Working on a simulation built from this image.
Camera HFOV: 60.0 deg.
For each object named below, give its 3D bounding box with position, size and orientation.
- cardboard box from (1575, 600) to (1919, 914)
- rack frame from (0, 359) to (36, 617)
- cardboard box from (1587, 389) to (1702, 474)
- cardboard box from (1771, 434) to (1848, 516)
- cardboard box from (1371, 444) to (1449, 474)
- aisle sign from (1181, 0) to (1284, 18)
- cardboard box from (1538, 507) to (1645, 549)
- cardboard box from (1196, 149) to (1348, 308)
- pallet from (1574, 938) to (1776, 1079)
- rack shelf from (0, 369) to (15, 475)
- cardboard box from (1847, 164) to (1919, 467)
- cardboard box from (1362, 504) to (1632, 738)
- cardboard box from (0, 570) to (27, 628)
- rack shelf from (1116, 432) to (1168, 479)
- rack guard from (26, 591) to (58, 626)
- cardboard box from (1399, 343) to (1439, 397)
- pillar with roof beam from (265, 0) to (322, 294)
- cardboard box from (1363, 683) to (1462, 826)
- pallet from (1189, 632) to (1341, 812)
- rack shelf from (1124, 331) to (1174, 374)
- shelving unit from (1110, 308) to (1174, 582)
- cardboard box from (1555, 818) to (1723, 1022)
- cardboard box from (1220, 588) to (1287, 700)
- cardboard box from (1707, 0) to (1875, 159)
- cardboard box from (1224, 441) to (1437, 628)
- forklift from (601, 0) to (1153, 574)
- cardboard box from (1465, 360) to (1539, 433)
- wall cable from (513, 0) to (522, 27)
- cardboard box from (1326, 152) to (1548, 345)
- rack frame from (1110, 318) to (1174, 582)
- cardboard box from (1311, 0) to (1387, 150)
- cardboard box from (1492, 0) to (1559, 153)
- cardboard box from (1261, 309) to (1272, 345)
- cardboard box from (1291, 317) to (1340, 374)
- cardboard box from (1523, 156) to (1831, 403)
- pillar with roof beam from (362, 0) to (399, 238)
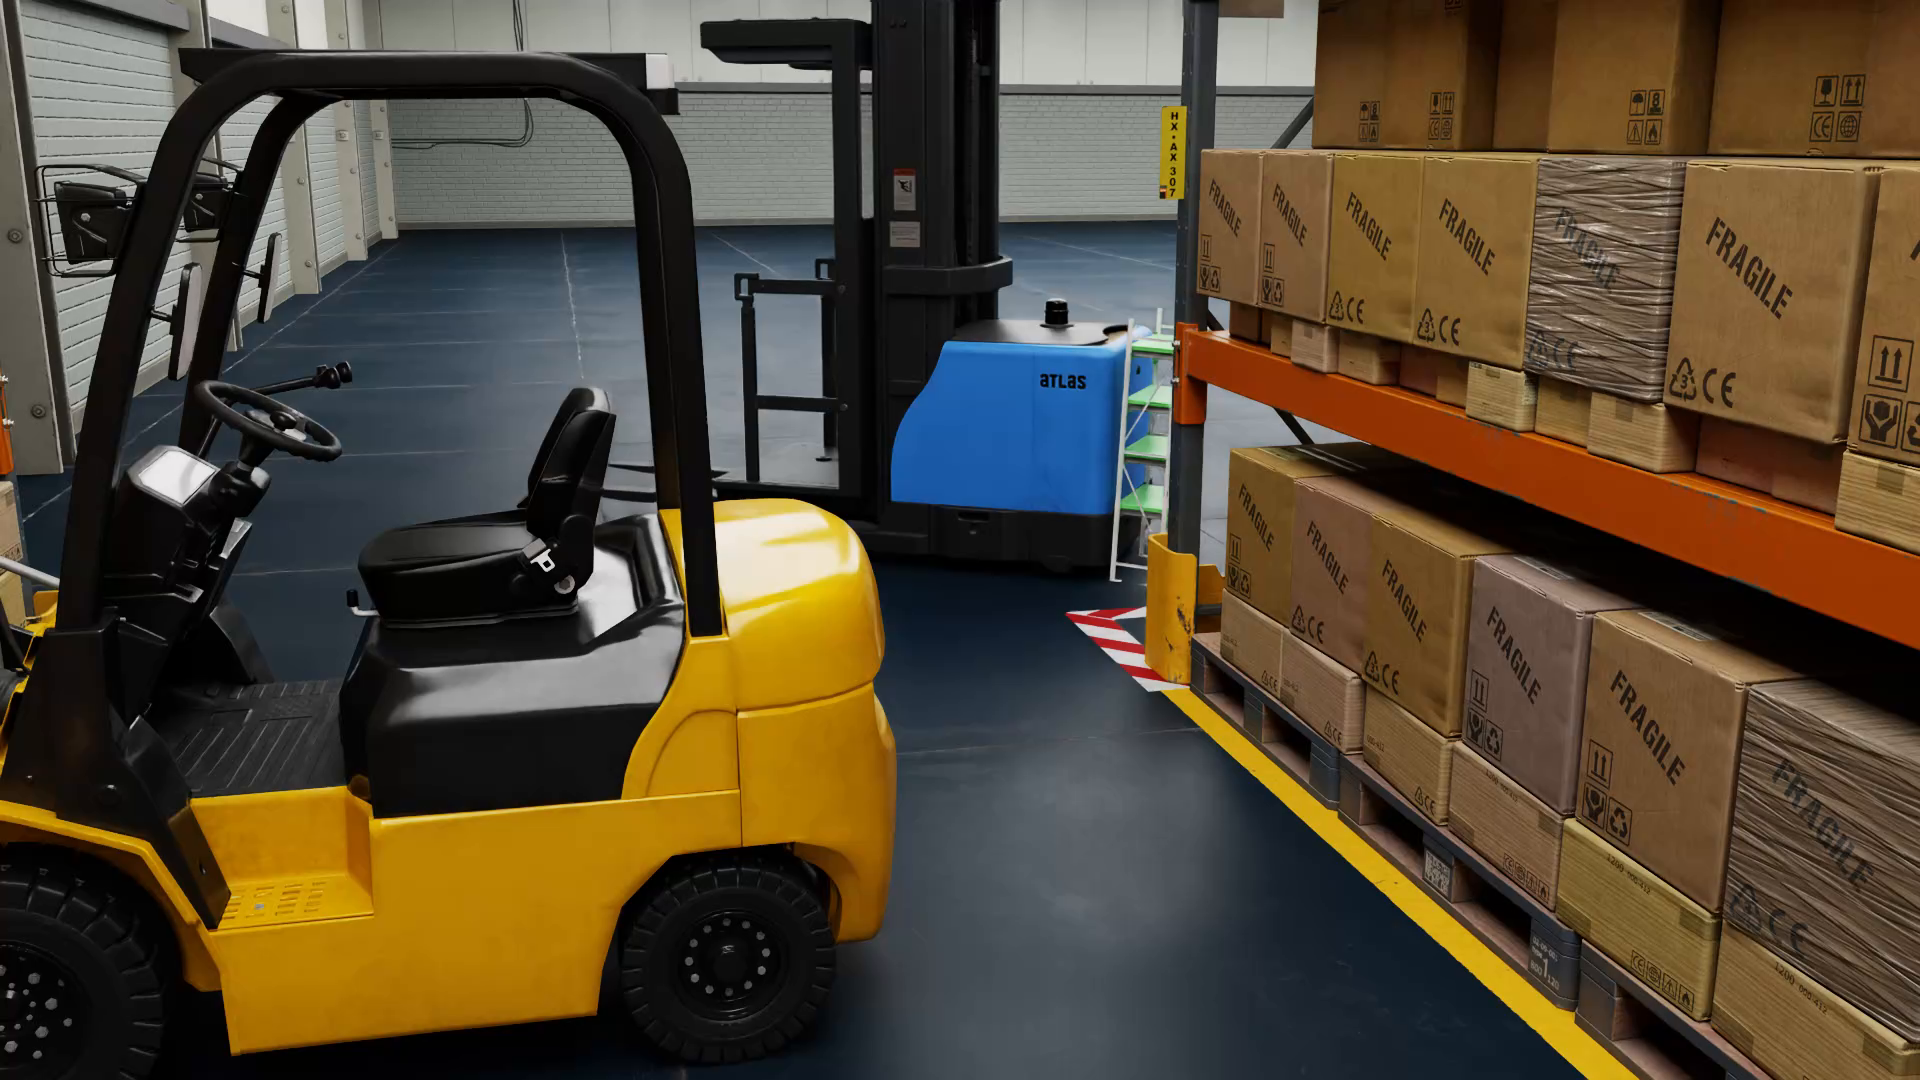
[{"bbox_3d":[1.716,0.448,3.601,0.500,0.500,0.500,-3,14,-12],"label":"cardboard box"},{"bbox_3d":[-3.527,-0.726,5.078,1.000,3.000,0.127,-3,14,-13],"label":"rack frame"},{"bbox_3d":[1.623,-0.250,3.659,0.380,0.149,0.250,-3,14,-14],"label":"cardboard box"},{"bbox_3d":[1.814,-0.137,3.199,0.380,0.149,0.250,-3,14,-13],"label":"cardboard box"},{"bbox_3d":[1.739,-0.066,5.704,0.500,0.500,0.500,-3,14,-13],"label":"cardboard box"},{"bbox_3d":[0.982,-2.263,5.893,0.394,0.787,0.004,-3,14,-13],"label":"aisle sign"},{"bbox_3d":[1.977,0.171,4.734,0.500,0.500,0.500,-4,14,-15],"label":"cardboard box"},{"bbox_3d":[1.139,-1.072,5.656,0.500,0.500,0.500,-4,14,-14],"label":"cardboard box"},{"bbox_3d":[2.045,1.121,3.394,1.003,0.211,1.213,-3,14,-13],"label":"pallet"},{"bbox_3d":[-3.057,0.085,3.275,1.077,0.370,4.000,-3,14,-13],"label":"rack shelf"},{"bbox_3d":[1.891,-0.362,2.752,0.500,0.500,0.500,-4,14,-15],"label":"cardboard box"},{"bbox_3d":[1.461,0.208,4.586,0.500,0.500,0.500,-3,14,-12],"label":"cardboard box"},{"bbox_3d":[-3.108,0.258,4.907,0.500,0.250,0.500,-3,14,-14],"label":"cardboard box"},{"bbox_3d":[0.913,-0.370,7.657,0.258,0.148,0.480,8,16,20],"label":"rack shelf"},{"bbox_3d":[-3.532,0.483,5.397,1.175,0.500,0.348,-3,14,-13],"label":"rack guard"},{"bbox_3d":[1.461,-0.492,4.649,0.380,0.149,0.250,-3,14,-11],"label":"cardboard box"},{"bbox_3d":[-4.282,-7.822,21.481,9.100,9.000,0.400,-3,14,-13],"label":"pillar with roof beam"},{"bbox_3d":[1.471,0.573,4.669,0.500,0.250,0.500,-2,14,-9],"label":"cardboard box"},{"bbox_3d":[1.472,0.558,5.698,1.003,0.211,1.213,-3,14,-13],"label":"pallet"},{"bbox_3d":[0.935,-0.834,7.534,0.258,0.148,0.480,8,16,20],"label":"rack shelf"},{"bbox_3d":[0.916,-0.432,7.640,0.258,1.200,0.503,8,16,20],"label":"shelving unit"},{"bbox_3d":[1.702,0.807,3.711,0.500,0.250,0.500,-4,14,-15],"label":"cardboard box"},{"bbox_3d":[1.218,0.330,5.665,0.500,0.250,0.500,-3,14,-14],"label":"cardboard box"},{"bbox_3d":[2.154,-1.109,3.703,0.700,0.500,0.500,-4,14,-14],"label":"cardboard box"},{"bbox_3d":[1.224,-0.029,5.554,0.500,0.500,0.500,-4,14,-15],"label":"cardboard box"},{"bbox_3d":[-0.602,-1.453,8.200,3.031,2.935,1.130,4,14,17],"label":"forklift"},{"bbox_3d":[1.497,-0.368,4.142,0.380,0.149,0.250,-3,14,-13],"label":"cardboard box"},{"bbox_3d":[-8.062,-12.199,35.300,3.097,2.526,0.112,-3,14,-13],"label":"wall cable"},{"bbox_3d":[1.385,-0.835,4.687,0.500,0.500,0.500,-4,14,-14],"label":"cardboard box"},{"bbox_3d":[0.826,-0.378,7.420,0.240,1.200,0.015,8,16,20],"label":"rack frame"},{"bbox_3d":[1.630,-1.576,5.615,0.700,0.500,0.500,-4,14,-15],"label":"cardboard box"},{"bbox_3d":[1.961,-1.347,4.678,0.700,0.500,0.500,-3,14,-14],"label":"cardboard box"},{"bbox_3d":[1.249,-0.734,5.640,0.380,0.149,0.250,-3,14,-12],"label":"cardboard box"},{"bbox_3d":[1.248,-0.607,5.121,0.380,0.149,0.250,-3,14,-12],"label":"cardboard box"},{"bbox_3d":[1.637,-0.600,3.726,0.500,0.500,0.500,-3,14,-12],"label":"cardboard box"},{"bbox_3d":[-7.100,-10.590,32.813,9.100,9.000,0.400,-3,14,-13],"label":"pillar with roof beam"}]
